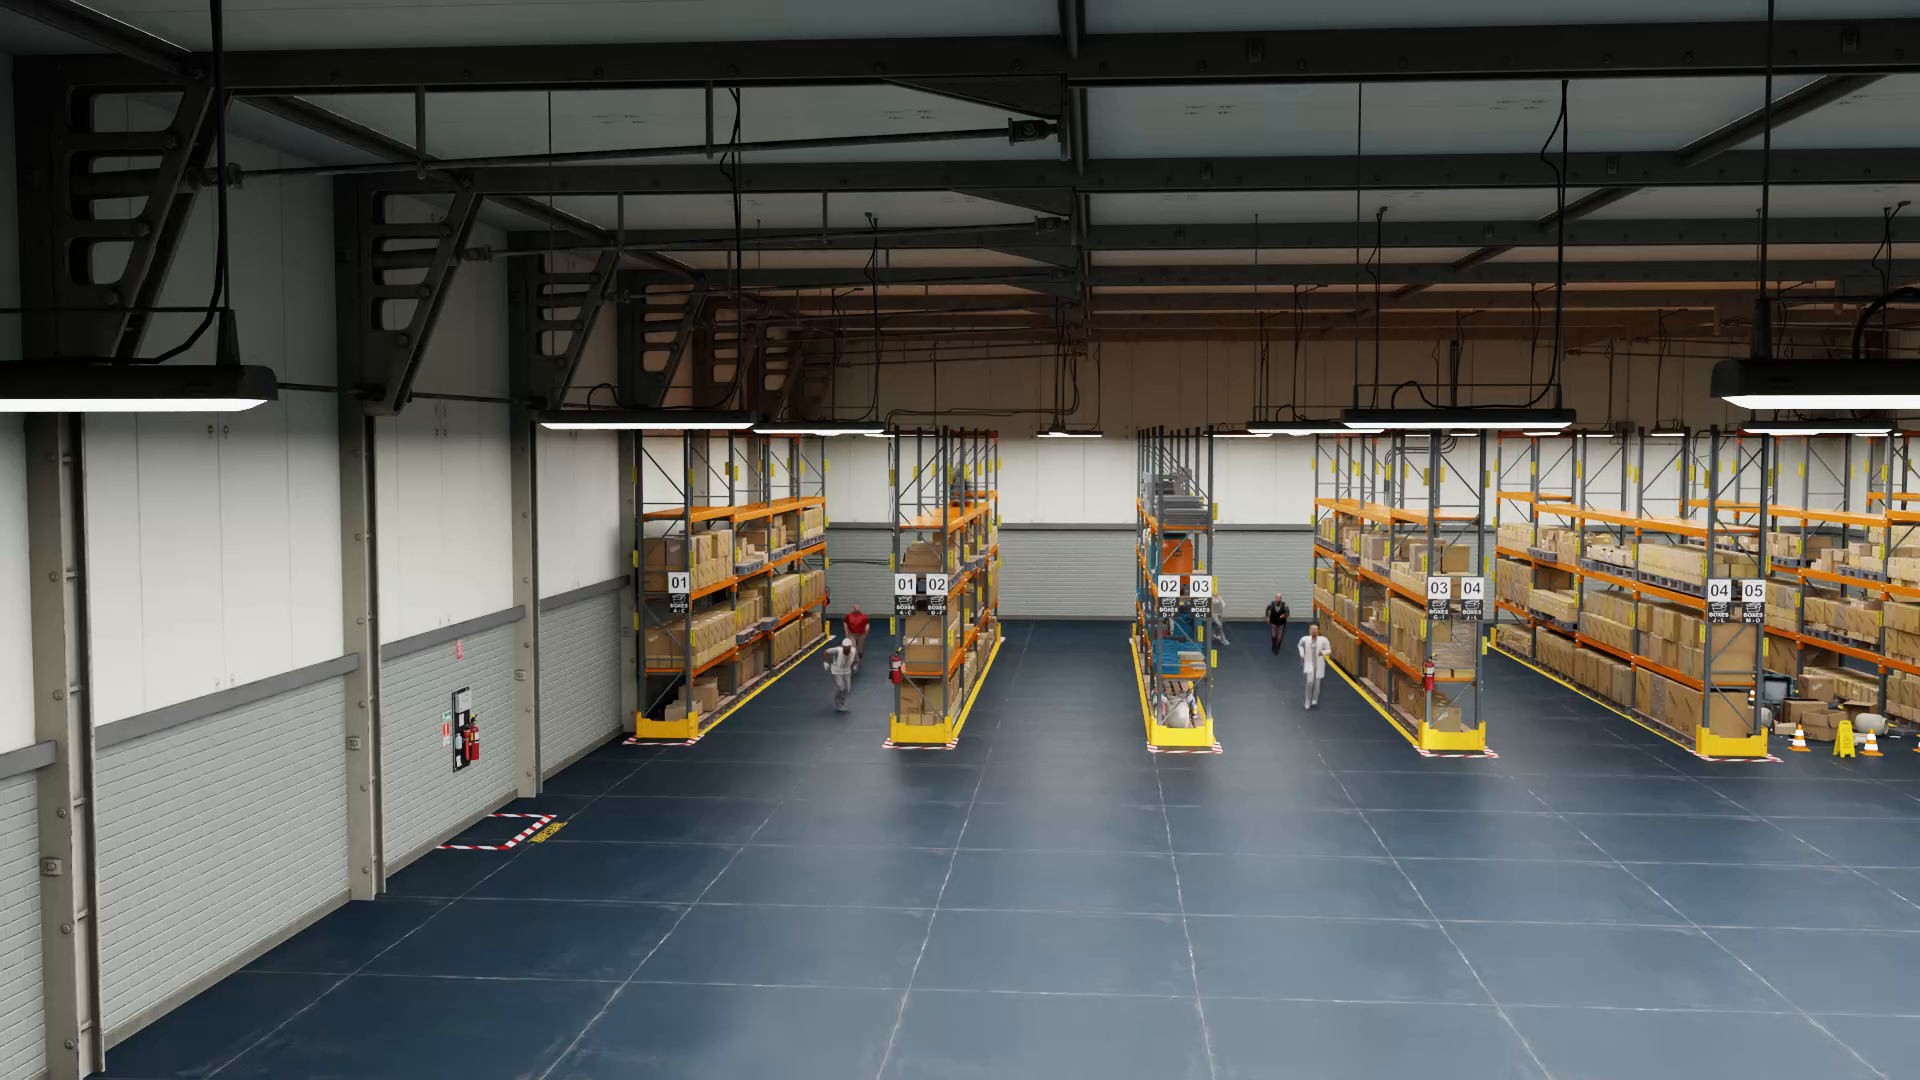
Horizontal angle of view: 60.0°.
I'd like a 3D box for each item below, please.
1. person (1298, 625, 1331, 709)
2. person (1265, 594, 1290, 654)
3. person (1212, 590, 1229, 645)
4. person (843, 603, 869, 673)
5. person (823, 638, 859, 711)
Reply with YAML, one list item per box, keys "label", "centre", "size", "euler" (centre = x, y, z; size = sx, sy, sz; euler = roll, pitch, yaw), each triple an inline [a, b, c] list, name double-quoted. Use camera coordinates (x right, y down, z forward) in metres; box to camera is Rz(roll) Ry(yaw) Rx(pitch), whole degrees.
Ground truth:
- label: "person"
  centre: [7.575, 2.708, 35.538]
  size: [0.681, 1.804, 0.793]
  euler: [1, 3, 10]
- label: "person"
  centre: [8.411, 2.230, 44.031]
  size: [0.619, 1.643, 0.737]
  euler: [0, 3, 6]
- label: "person"
  centre: [7.214, 2.120, 46.699]
  size: [0.611, 1.572, 0.866]
  euler: [-1, 4, -23]
- label: "person"
  centre: [-2.572, 2.410, 41.258]
  size: [0.648, 1.706, 0.848]
  euler: [0, 3, -4]
- label: "person"
  centre: [-2.487, 2.826, 34.850]
  size: [0.720, 1.592, 0.875]
  euler: [-2, 4, -24]
